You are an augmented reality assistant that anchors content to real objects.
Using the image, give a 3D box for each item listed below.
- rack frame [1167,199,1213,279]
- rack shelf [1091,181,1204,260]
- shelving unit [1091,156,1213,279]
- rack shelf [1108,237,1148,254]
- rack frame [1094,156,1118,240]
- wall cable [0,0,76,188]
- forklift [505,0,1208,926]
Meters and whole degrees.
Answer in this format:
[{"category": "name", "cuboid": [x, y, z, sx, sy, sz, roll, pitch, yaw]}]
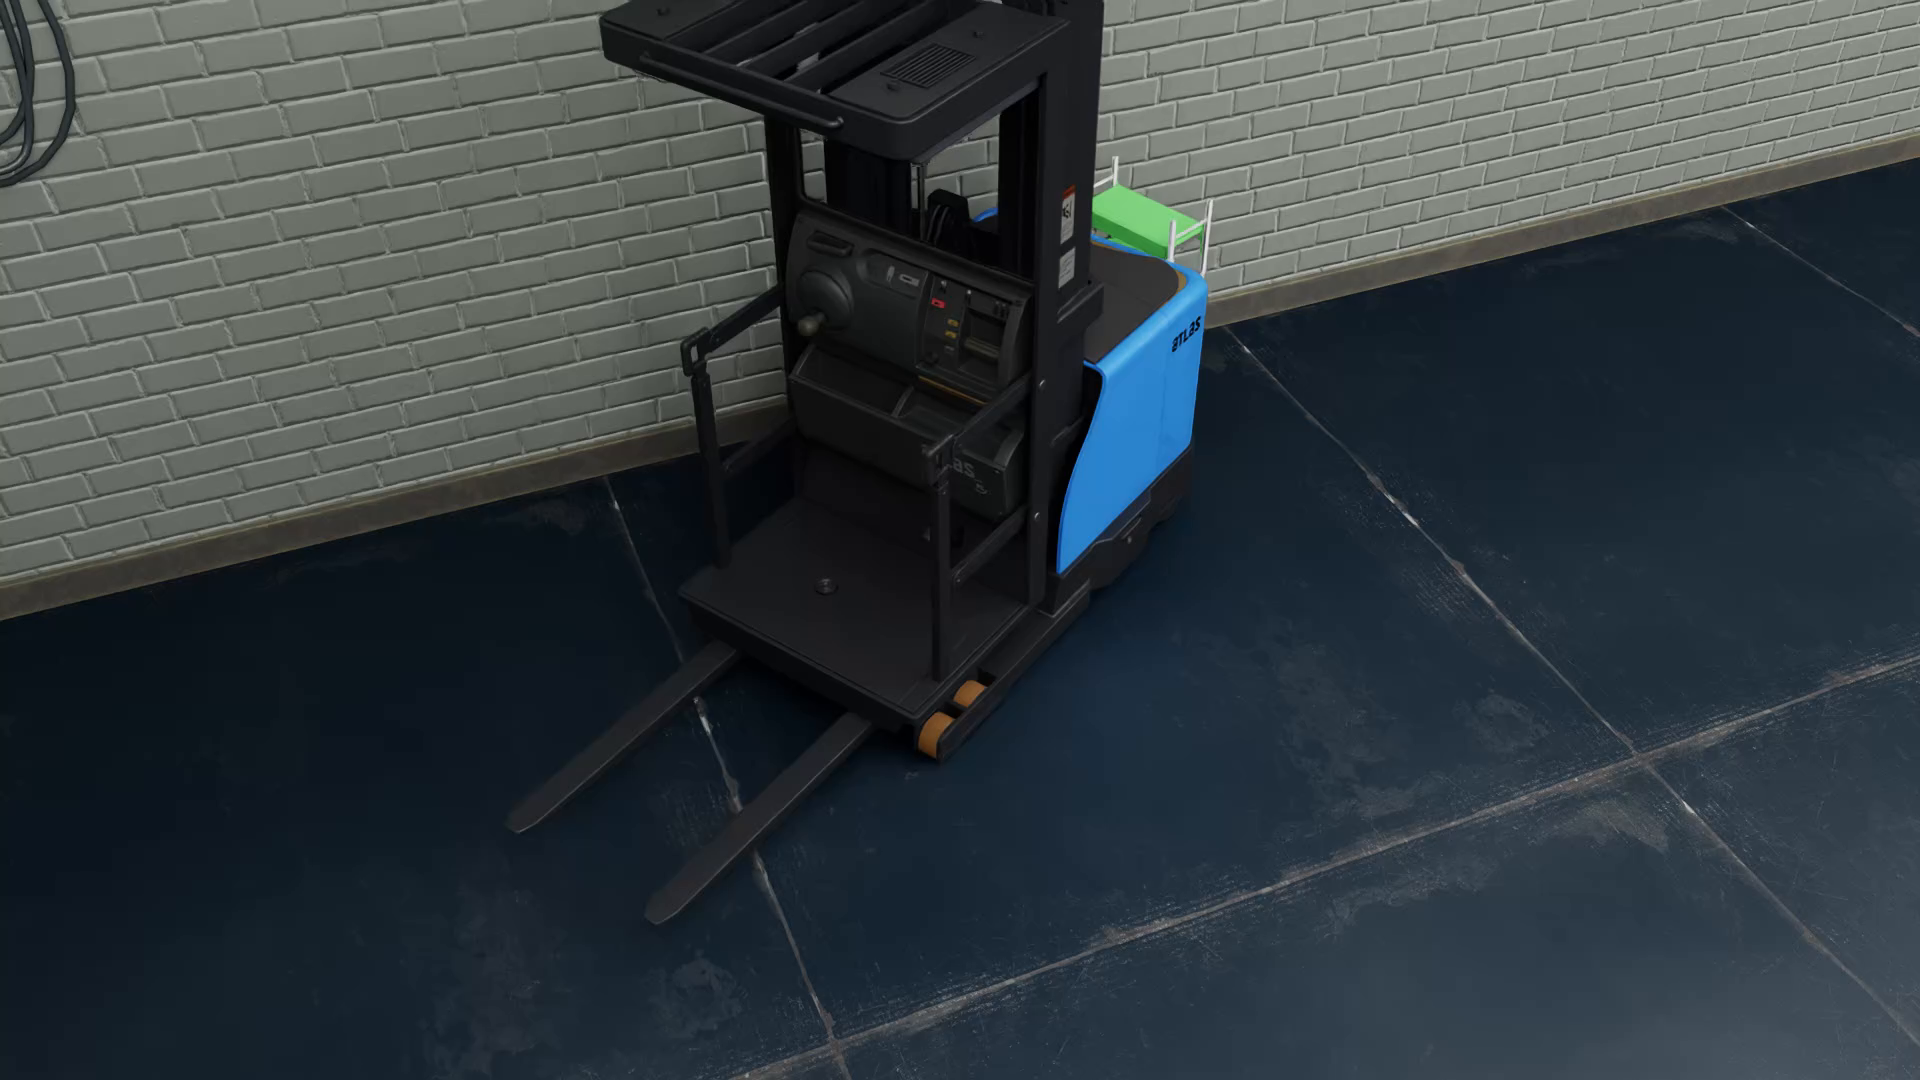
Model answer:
[{"category": "rack frame", "cuboid": [0.893, -0.813, 6.773, 0.240, 1.200, 0.015, -33, 50, -32]}, {"category": "rack shelf", "cuboid": [0.719, -1.240, 6.632, 0.258, 0.148, 0.480, -33, 50, -32]}, {"category": "shelving unit", "cuboid": [0.722, -0.926, 6.905, 0.258, 1.200, 0.503, -33, 50, -32]}, {"category": "rack shelf", "cuboid": [0.721, -1.059, 6.790, 0.258, 0.148, 0.480, -33, 50, -32]}, {"category": "rack frame", "cuboid": [0.551, -1.040, 7.037, 0.240, 1.200, 0.015, -33, 50, -32]}, {"category": "wall cable", "cuboid": [-4.245, -1.763, 4.280, 3.097, 2.526, 0.112, -15, 43, -17]}, {"category": "forklift", "cuboid": [-0.313, -0.701, 5.317, 1.130, 2.935, 3.031, 25, 47, 26]}]
